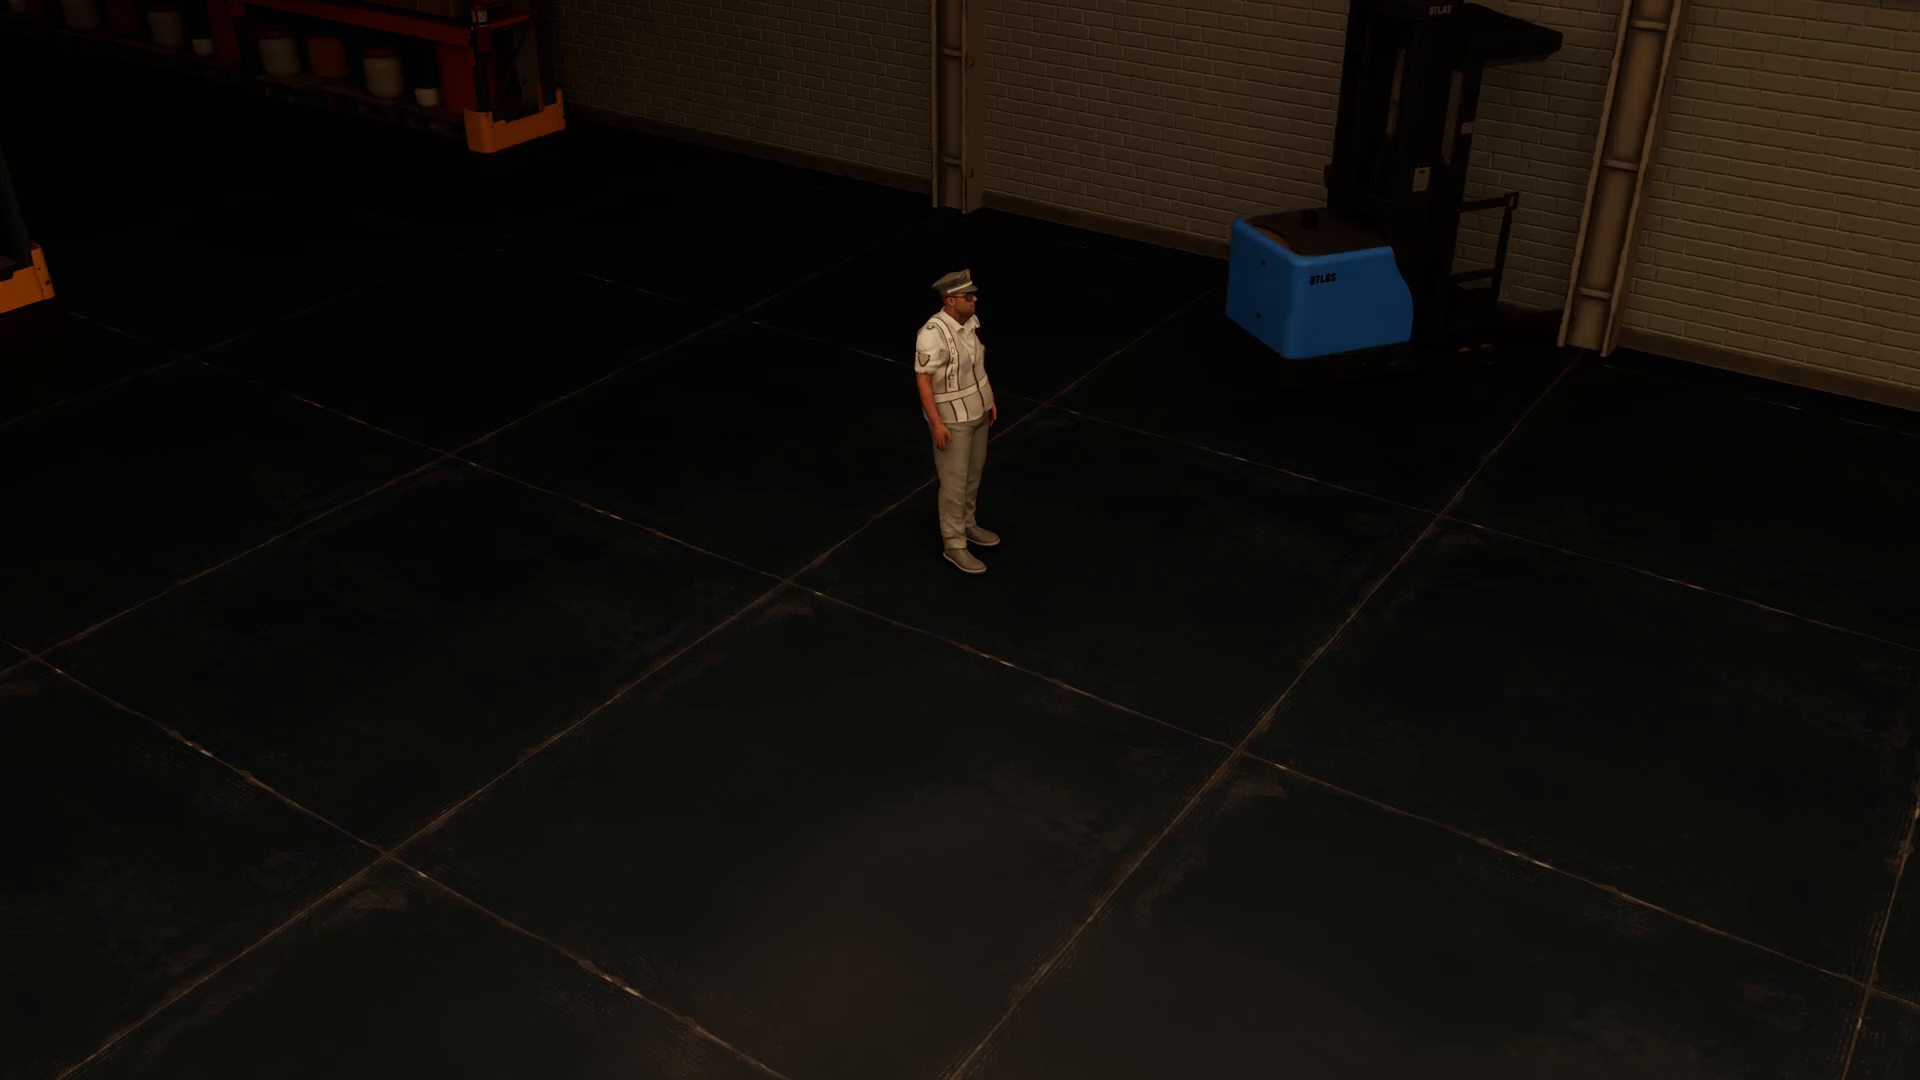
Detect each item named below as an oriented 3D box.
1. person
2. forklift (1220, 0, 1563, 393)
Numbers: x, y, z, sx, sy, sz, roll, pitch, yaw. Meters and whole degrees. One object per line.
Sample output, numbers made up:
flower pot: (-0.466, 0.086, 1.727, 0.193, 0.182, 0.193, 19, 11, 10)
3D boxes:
person: (0.057, -0.750, 10.003, 0.575, 1.781, 0.640, 19, 35, 29)
forklift: (3.609, -2.812, 12.424, 3.031, 2.935, 1.130, -11, 32, -18)
